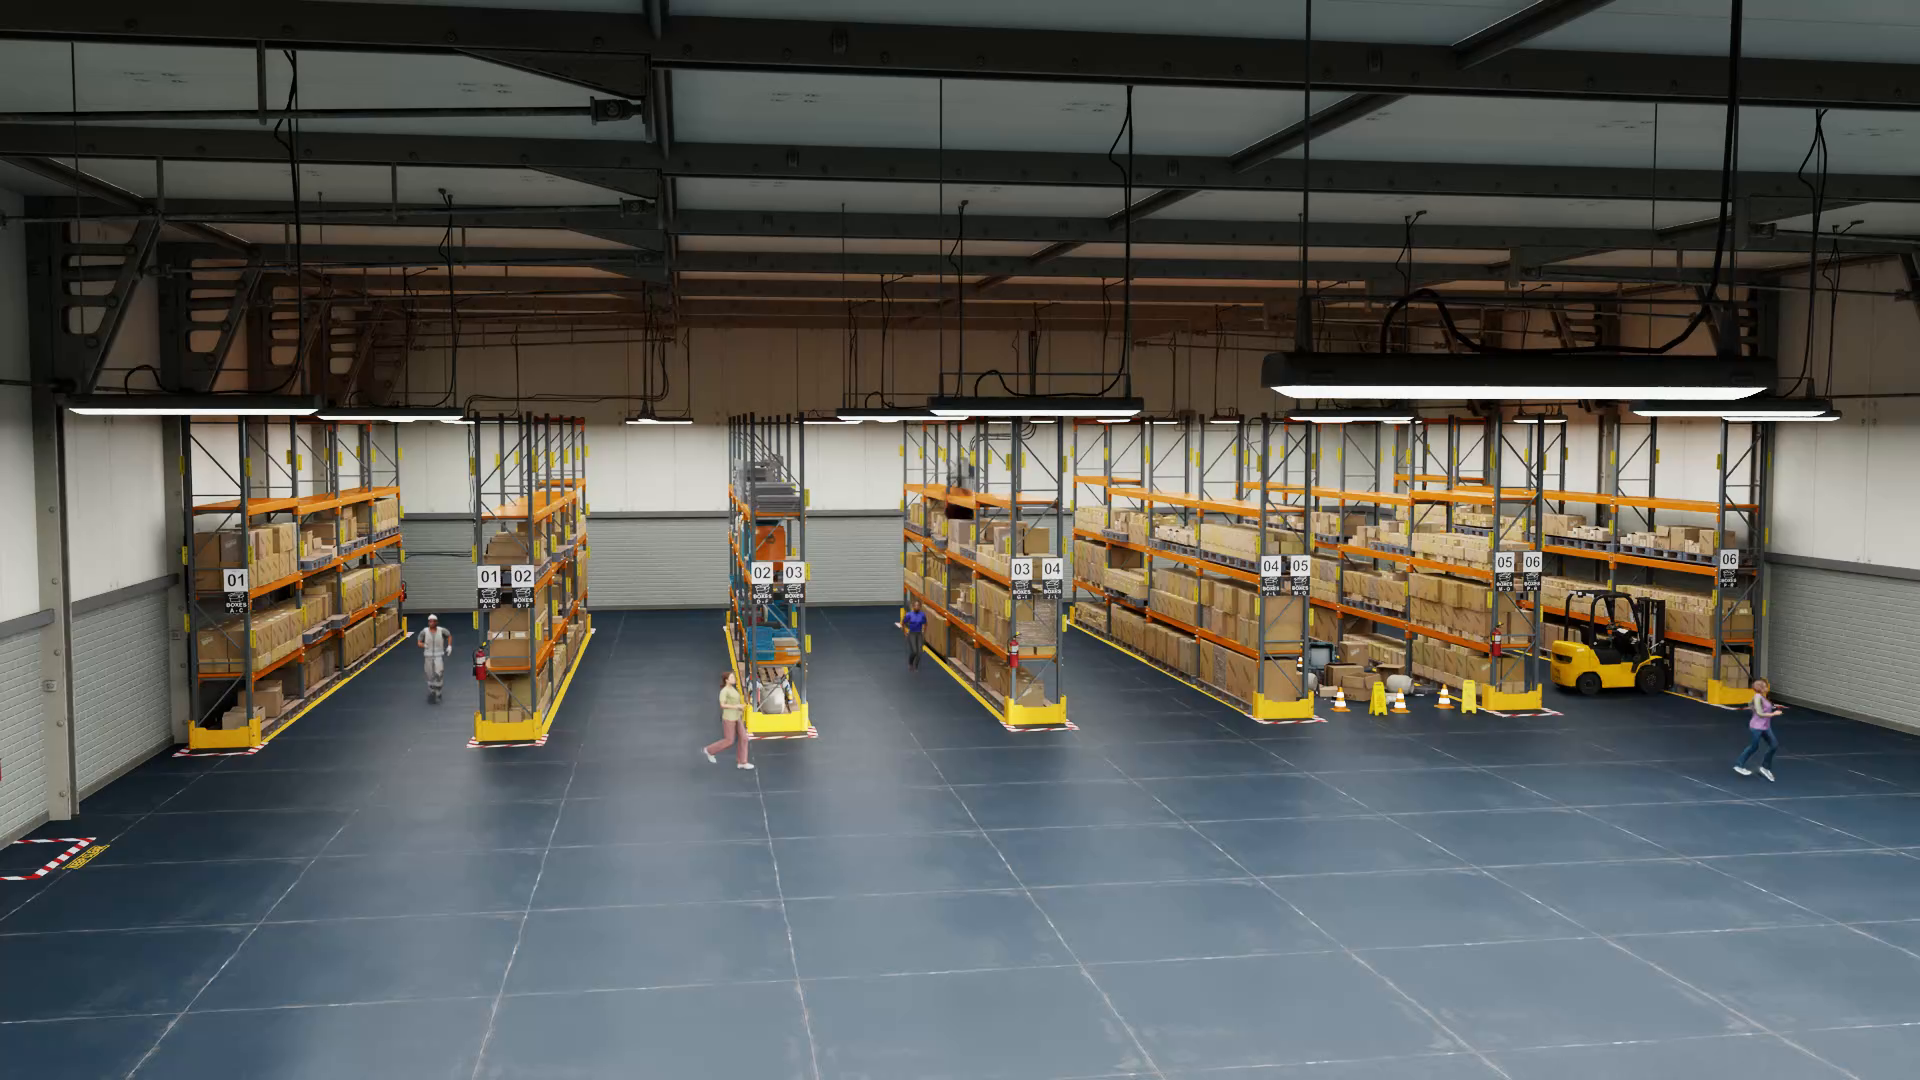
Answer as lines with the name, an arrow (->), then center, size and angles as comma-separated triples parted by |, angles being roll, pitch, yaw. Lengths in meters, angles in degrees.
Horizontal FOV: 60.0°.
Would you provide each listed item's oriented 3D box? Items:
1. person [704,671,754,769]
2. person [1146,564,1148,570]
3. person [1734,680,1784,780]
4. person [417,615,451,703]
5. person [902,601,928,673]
person -> -3.857, 3.004, 27.835 | 0.867, 1.640, 0.589 | 1, 4, 16
person -> 5.443, 1.633, 48.245 | 0.693, 1.717, 0.729 | -1, 4, -17
person -> 12.992, 3.134, 27.020 | 0.702, 1.544, 0.507 | 4, 5, 43
person -> -10.988, 2.481, 34.762 | 0.680, 1.864, 0.770 | -1, 4, -14
person -> -0.969, 2.142, 36.572 | 0.559, 1.621, 0.585 | -1, 4, -16
